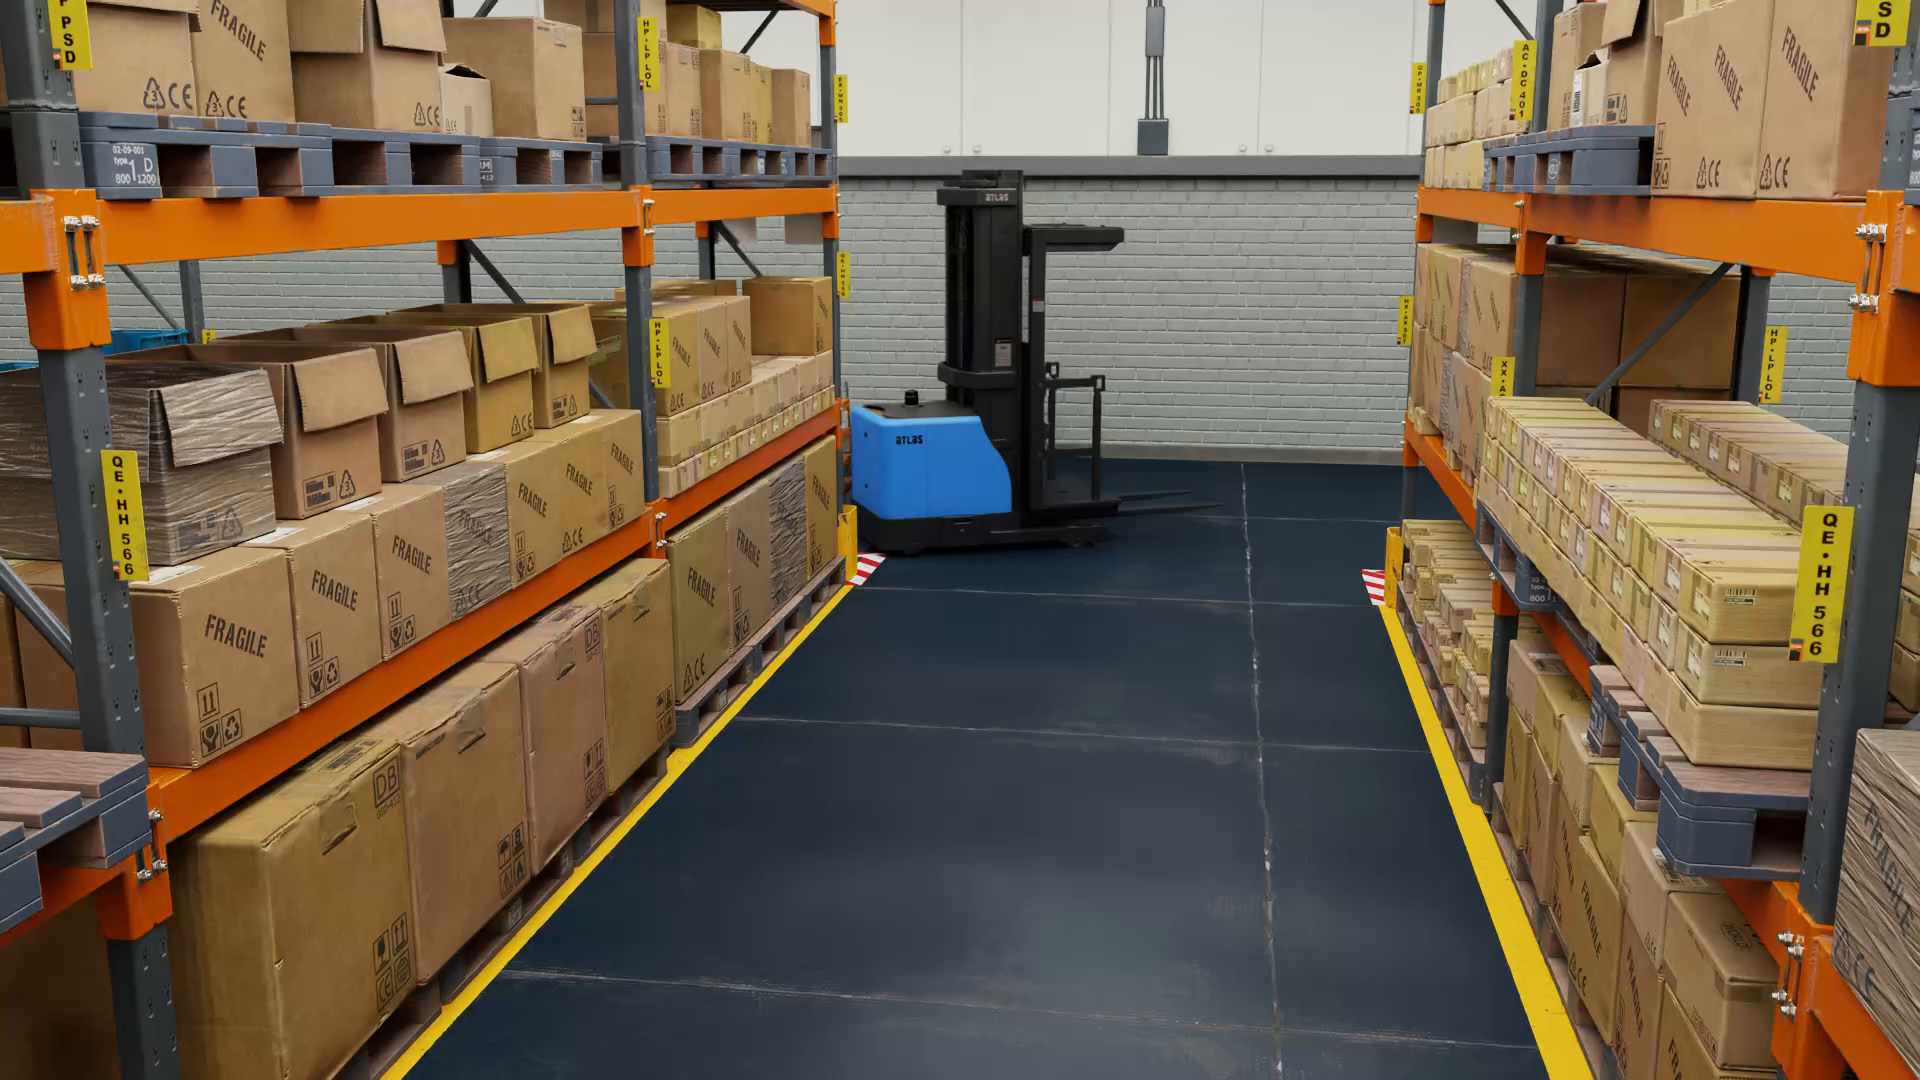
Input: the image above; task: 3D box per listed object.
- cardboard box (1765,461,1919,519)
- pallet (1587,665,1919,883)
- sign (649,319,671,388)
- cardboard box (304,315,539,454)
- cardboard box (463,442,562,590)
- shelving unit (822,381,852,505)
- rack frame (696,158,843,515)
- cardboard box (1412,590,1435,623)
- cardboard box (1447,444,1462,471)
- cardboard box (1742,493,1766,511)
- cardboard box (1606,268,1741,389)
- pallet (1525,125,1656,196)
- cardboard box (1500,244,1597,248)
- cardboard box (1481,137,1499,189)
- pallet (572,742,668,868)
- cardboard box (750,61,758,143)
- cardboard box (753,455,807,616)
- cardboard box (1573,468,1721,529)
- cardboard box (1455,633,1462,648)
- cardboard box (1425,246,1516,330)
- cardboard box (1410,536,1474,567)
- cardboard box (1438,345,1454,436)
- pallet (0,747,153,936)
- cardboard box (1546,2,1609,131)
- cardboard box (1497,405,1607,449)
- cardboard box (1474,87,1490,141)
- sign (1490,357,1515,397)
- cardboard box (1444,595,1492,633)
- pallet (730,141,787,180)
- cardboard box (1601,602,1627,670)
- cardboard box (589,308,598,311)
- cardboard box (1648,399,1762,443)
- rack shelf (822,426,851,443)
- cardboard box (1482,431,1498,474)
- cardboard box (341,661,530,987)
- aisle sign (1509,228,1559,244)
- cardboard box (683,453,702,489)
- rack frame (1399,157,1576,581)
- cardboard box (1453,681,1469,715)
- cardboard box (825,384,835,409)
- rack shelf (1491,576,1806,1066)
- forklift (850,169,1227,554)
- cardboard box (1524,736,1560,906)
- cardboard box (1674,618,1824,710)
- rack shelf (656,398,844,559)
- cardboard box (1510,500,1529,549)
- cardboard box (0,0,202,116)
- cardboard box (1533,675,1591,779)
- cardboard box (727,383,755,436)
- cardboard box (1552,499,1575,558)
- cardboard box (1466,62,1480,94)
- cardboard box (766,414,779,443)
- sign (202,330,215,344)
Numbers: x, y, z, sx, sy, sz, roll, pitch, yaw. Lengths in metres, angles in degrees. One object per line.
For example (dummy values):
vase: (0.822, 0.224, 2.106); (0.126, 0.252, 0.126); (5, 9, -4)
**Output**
cardboard box: (2.800, -0.154, 5.274); (0.380, 0.149, 0.250); (2, 12, 8)
pallet: (2.299, 0.577, 4.152); (1.213, 0.211, 1.003); (2, 12, 9)
sign: (-1.438, -0.891, 7.949); (0.100, 0.325, 0.005); (2, 12, 9)
cardboard box: (-2.183, -0.643, 6.739); (0.797, 0.503, 0.637); (2, 12, 9)
cardboard box: (-1.934, -0.110, 6.648); (0.500, 0.500, 0.500); (2, 12, 8)
shelving unit: (-1.045, -0.679, 13.759); (0.258, 1.200, 0.503); (-2, 12, 7)
rack frame: (-1.361, -1.212, 11.998); (1.000, 3.000, 0.127); (2, 12, 9)
cardboard box: (2.990, 0.415, 10.216); (0.380, 0.149, 0.250); (2, 12, 9)
cardboard box: (2.892, -0.470, 9.150); (0.380, 0.149, 0.250); (2, 12, 10)
cardboard box: (2.844, -0.062, 5.554); (0.380, 0.149, 0.250); (2, 12, 9)
cardboard box: (3.220, -0.967, 7.543); (0.500, 0.500, 0.500); (2, 12, 10)
pallet: (2.553, -1.231, 5.412); (1.213, 0.211, 1.003); (2, 12, 9)
cardboard box: (3.700, -1.610, 10.528); (0.500, 0.500, 0.500); (2, 12, 7)
cardboard box: (2.807, -1.805, 7.986); (0.500, 0.250, 0.500); (2, 12, 8)
pallet: (-2.020, 1.147, 7.671); (1.003, 0.211, 1.213); (2, 12, 9)
cardboard box: (-1.625, -2.649, 10.074); (0.700, 0.500, 0.500); (1, 12, 5)
cardboard box: (-1.520, -0.054, 10.668); (0.875, 0.875, 0.875); (2, 12, 9)
cardboard box: (2.118, -0.124, 5.138); (0.380, 0.149, 0.250); (2, 12, 11)
cardboard box: (2.852, 0.553, 8.869); (0.380, 0.149, 0.250); (2, 12, 10)
cardboard box: (3.122, -1.523, 10.125); (0.500, 0.500, 0.500); (2, 12, 10)
cardboard box: (3.020, 0.075, 10.385); (0.380, 0.149, 0.250); (2, 12, 8)
cardboard box: (2.965, -0.820, 9.235); (0.500, 0.500, 0.500); (2, 12, 7)
pallet: (-2.595, 0.699, 3.586); (1.213, 0.211, 1.003); (2, 12, 9)
cardboard box: (2.743, -1.843, 6.571); (0.700, 0.500, 0.500); (2, 12, 9)
cardboard box: (2.358, -0.446, 6.629); (0.380, 0.149, 0.250); (2, 12, 10)
cardboard box: (2.896, -2.156, 8.427); (0.500, 0.250, 0.500); (2, 12, 11)
sign: (2.372, -0.637, 7.274); (0.100, 0.325, 0.005); (2, 12, 9)
cardboard box: (2.806, 0.400, 8.876); (0.380, 0.149, 0.250); (1, 12, 6)
pallet: (-1.650, -2.226, 9.791); (1.003, 0.211, 1.213); (2, 12, 9)
cardboard box: (2.037, 0.278, 4.683); (0.380, 0.149, 0.250); (2, 12, 8)
cardboard box: (-2.169, -0.923, 8.524); (0.500, 0.500, 0.500); (2, 12, 10)
cardboard box: (3.041, -0.481, 6.794); (0.380, 0.149, 0.250); (2, 12, 11)
rack shelf: (-1.056, -0.832, 13.728); (0.258, 0.148, 0.480); (-2, 12, 7)
cardboard box: (2.395, -0.359, 6.931); (0.380, 0.149, 0.250); (2, 12, 10)
cardboard box: (-2.320, 0.958, 5.974); (1.225, 0.875, 0.875); (2, 12, 9)
aisle sign: (3.833, -2.307, 10.906); (0.394, 0.787, 0.004); (2, 12, 9)
cardboard box: (-1.561, -0.362, 8.650); (0.380, 0.149, 0.250); (1, 12, 7)
rack frame: (3.525, -1.030, 11.155); (1.000, 3.000, 0.127); (2, 12, 9)
cardboard box: (2.733, 0.789, 8.481); (0.380, 0.149, 0.250); (1, 12, 7)
cardboard box: (-1.090, -1.005, 11.631); (0.380, 0.149, 0.250); (2, 12, 10)
rack shelf: (2.602, 0.570, 5.435); (1.077, 0.370, 4.000); (2, 12, 9)
forklift: (0.677, -1.482, 13.414); (3.031, 2.935, 1.130); (-4, 13, -18)
cardboard box: (2.454, 1.074, 6.325); (0.500, 0.500, 0.500); (2, 12, 11)
cardboard box: (1.920, 0.289, 3.924); (0.380, 0.149, 0.250); (2, 12, 10)
rack shelf: (-1.668, -0.444, 10.142); (1.077, 0.370, 4.000); (2, 12, 9)
cardboard box: (2.276, -0.051, 6.210); (0.380, 0.149, 0.250); (2, 12, 9)
cardboard box: (-2.568, -1.398, 4.500); (0.797, 0.503, 0.637); (3, 12, 12)
cardboard box: (2.455, 0.708, 6.242); (0.500, 0.250, 0.500); (2, 12, 10)
cardboard box: (-1.489, -0.752, 9.514); (0.500, 0.250, 0.500); (2, 12, 10)
cardboard box: (2.156, -0.033, 5.420); (0.380, 0.149, 0.250); (2, 12, 8)
cardboard box: (2.880, -2.428, 8.740); (0.380, 0.149, 0.250); (2, 12, 8)
cardboard box: (-1.325, -0.686, 10.155); (0.380, 0.149, 0.250); (2, 12, 10)
sign: (-5.709, -1.438, 12.658); (0.100, 0.325, 0.005); (2, 12, 9)
